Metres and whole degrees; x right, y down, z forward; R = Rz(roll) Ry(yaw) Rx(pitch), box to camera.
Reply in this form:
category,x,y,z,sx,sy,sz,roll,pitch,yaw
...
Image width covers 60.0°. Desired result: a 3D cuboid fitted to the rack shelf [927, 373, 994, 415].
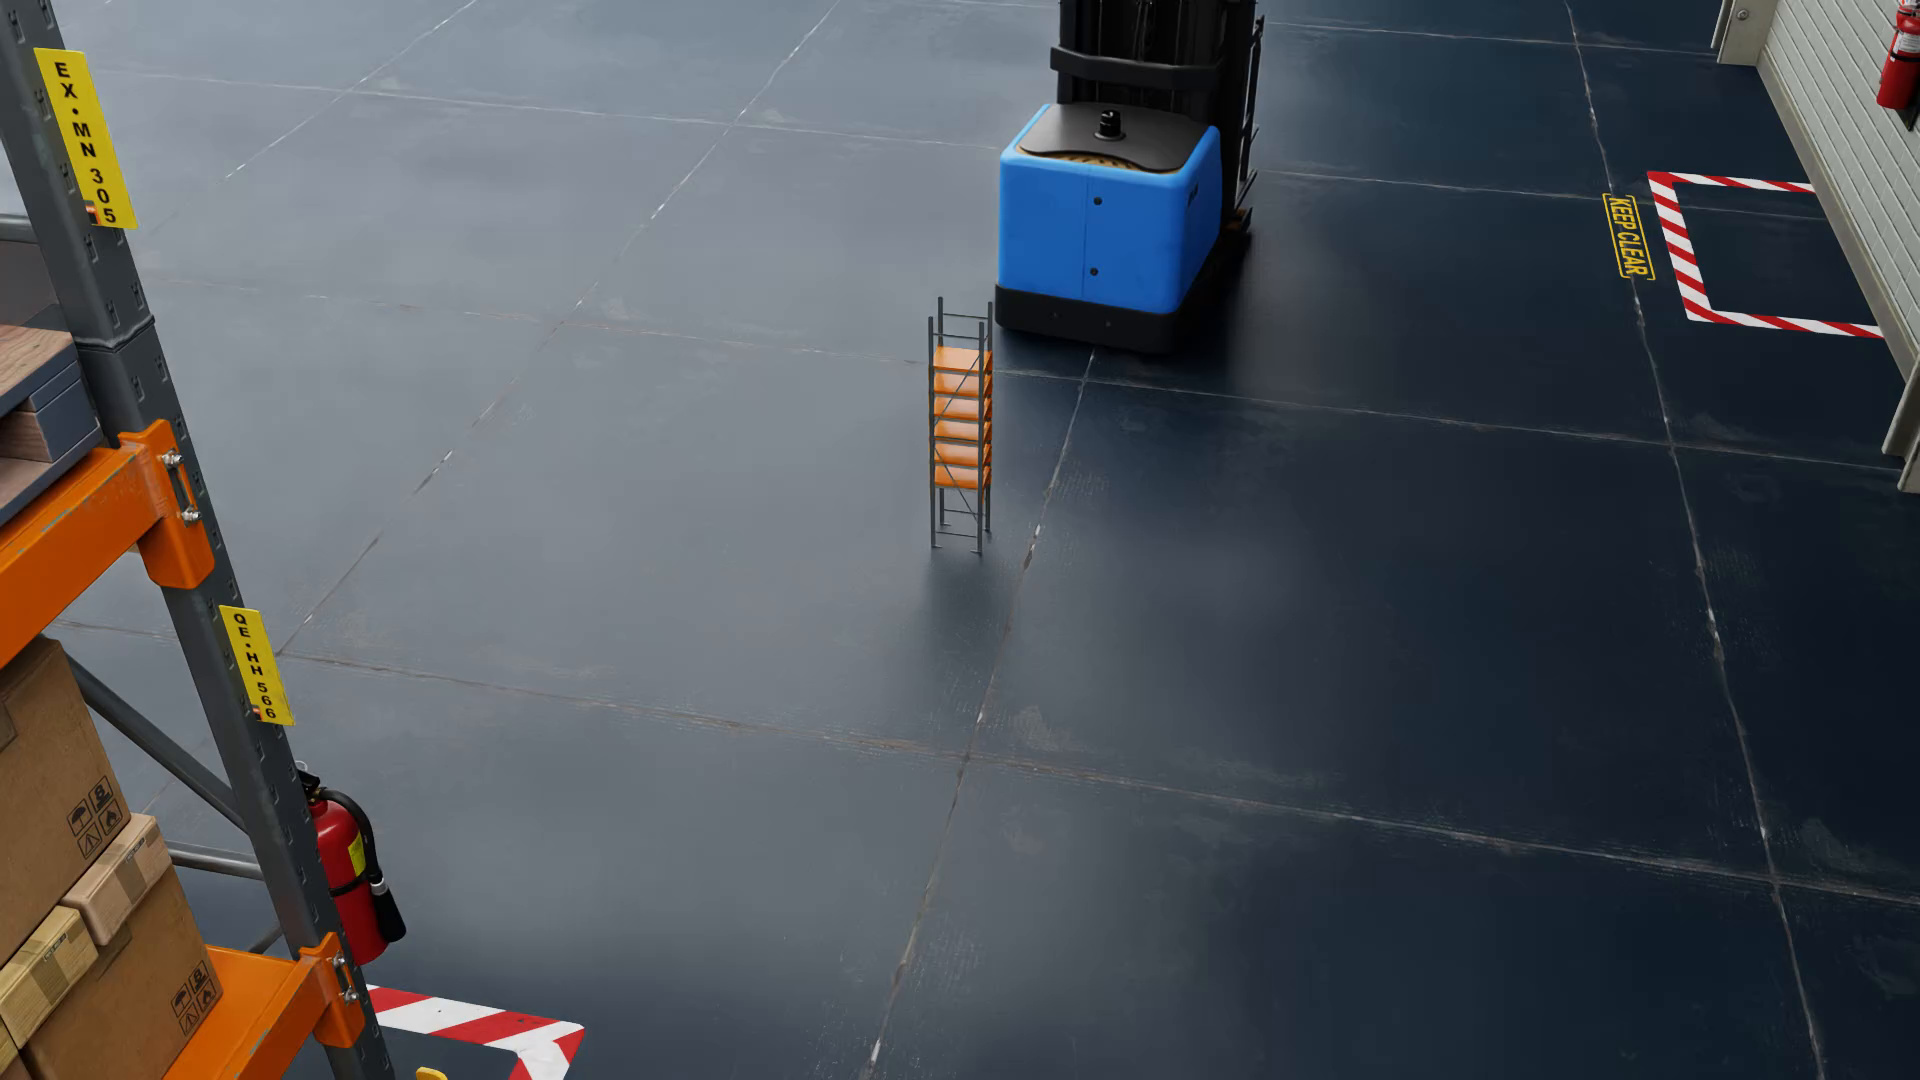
category,x,y,z,sx,sy,sz,roll,pitch,yaw
rack shelf,0.003,-0.652,7.295,0.258,0.103,0.180,7,37,10

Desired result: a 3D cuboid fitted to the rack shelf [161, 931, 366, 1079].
category,x,y,z,sx,sy,sz,roll,pitch,yaw
rack shelf,-2.487,2.203,2.767,1.077,0.370,4.000,7,37,10

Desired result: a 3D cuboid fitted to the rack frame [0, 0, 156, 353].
category,x,y,z,sx,sy,sz,roll,pitch,yaw
rack frame,-2.060,-1.664,2.377,1.000,3.000,0.127,7,37,10

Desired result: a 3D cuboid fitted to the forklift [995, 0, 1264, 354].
category,x,y,z,sx,sy,sz,roll,pitch,yaw
forklift,1.179,-3.057,9.470,1.130,2.935,3.031,12,38,16

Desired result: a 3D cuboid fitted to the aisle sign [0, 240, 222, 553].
category,x,y,z,sx,sy,sz,roll,pitch,yaw
aisle sign,-1.759,-0.288,3.376,0.394,0.787,0.004,7,37,10

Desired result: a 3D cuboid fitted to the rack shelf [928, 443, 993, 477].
category,x,y,z,sx,sy,sz,roll,pitch,yaw
rack shelf,0.003,-0.361,7.506,0.258,0.103,0.180,7,37,10

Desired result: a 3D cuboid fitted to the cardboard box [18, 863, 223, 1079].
category,x,y,z,sx,sy,sz,roll,pitch,yaw
cardboard box,-2.172,0.991,3.741,0.700,0.500,0.500,7,37,10

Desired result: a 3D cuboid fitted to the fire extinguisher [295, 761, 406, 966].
category,x,y,z,sx,sy,sz,roll,pitch,yaw
fire extinguisher,-1.581,0.787,4.174,0.296,0.674,0.183,7,37,10

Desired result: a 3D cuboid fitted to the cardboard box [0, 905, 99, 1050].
category,x,y,z,sx,sy,sz,roll,pitch,yaw
cardboard box,-2.010,0.855,3.376,0.380,0.149,0.250,8,37,11

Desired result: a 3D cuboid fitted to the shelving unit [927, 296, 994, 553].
category,x,y,z,sx,sy,sz,roll,pitch,yaw
shelving unit,0.003,-0.494,7.409,0.258,1.200,0.189,7,37,10

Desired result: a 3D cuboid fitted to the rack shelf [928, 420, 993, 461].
category,x,y,z,sx,sy,sz,roll,pitch,yaw
rack shelf,0.003,-0.458,7.435,0.258,0.103,0.180,7,37,10

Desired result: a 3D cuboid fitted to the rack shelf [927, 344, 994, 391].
category,x,y,z,sx,sy,sz,roll,pitch,yaw
rack shelf,0.003,-0.750,7.224,0.258,0.103,0.180,7,37,10

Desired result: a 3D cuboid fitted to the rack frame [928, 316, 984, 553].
category,x,y,z,sx,sy,sz,roll,pitch,yaw
rack frame,-0.016,-0.442,7.337,0.240,1.200,0.006,7,37,10

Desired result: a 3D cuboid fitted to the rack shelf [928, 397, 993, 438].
category,x,y,z,sx,sy,sz,roll,pitch,yaw
rack shelf,0.003,-0.555,7.365,0.258,0.103,0.180,7,37,10

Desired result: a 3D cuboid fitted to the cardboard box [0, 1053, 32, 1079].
category,x,y,z,sx,sy,sz,roll,pitch,yaw
cardboard box,-2.280,1.293,3.325,0.700,0.500,0.500,8,37,11

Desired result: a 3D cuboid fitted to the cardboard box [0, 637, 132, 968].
category,x,y,z,sx,sy,sz,roll,pitch,yaw
cardboard box,-2.184,0.496,3.319,0.700,0.500,0.500,7,37,10

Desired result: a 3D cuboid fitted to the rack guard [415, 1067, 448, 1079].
category,x,y,z,sx,sy,sz,roll,pitch,yaw
rack guard,-2.055,1.764,4.890,1.175,0.500,0.348,7,37,10

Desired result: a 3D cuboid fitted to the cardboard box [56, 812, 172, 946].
category,x,y,z,sx,sy,sz,roll,pitch,yaw
cardboard box,-1.956,0.705,3.583,0.380,0.149,0.250,7,36,9

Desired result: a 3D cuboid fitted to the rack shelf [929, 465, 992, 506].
category,x,y,z,sx,sy,sz,roll,pitch,yaw
rack shelf,0.003,-0.264,7.576,0.258,0.103,0.180,7,37,10

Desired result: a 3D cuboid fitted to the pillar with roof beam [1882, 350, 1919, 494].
category,x,y,z,sx,sy,sz,roll,pitch,yaw
pillar with roof beam,0.552,-4.515,6.311,9.100,9.000,0.400,7,37,10

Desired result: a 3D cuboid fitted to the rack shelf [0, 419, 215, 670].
category,x,y,z,sx,sy,sz,roll,pitch,yaw
rack shelf,-2.487,0.989,1.887,1.077,0.370,4.000,7,37,10

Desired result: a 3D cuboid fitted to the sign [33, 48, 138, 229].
category,x,y,z,sx,sy,sz,roll,pitch,yaw
sign,-1.533,-0.700,2.916,0.100,0.325,0.005,7,37,10

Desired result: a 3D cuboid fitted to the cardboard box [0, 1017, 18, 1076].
category,x,y,z,sx,sy,sz,roll,pitch,yaw
cardboard box,-2.065,1.002,3.173,0.380,0.149,0.250,7,36,9

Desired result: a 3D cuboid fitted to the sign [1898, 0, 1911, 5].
category,x,y,z,sx,sy,sz,roll,pitch,yaw
sign,5.541,-3.276,9.684,0.001,0.329,0.234,7,37,10

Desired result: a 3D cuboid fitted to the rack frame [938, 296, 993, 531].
category,x,y,z,sx,sy,sz,roll,pitch,yaw
rack frame,0.023,-0.547,7.482,0.240,1.200,0.006,7,37,10

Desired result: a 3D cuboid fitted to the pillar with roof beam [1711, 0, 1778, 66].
category,x,y,z,sx,sy,sz,roll,pitch,yaw
pillar with roof beam,1.833,-7.954,11.057,9.100,9.000,0.400,7,37,10

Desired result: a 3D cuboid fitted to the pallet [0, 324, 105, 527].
category,x,y,z,sx,sy,sz,roll,pitch,yaw
pallet,-2.236,-0.011,2.729,1.003,0.211,1.213,7,37,10

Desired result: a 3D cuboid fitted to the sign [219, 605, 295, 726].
category,x,y,z,sx,sy,sz,roll,pitch,yaw
sign,-1.533,0.277,3.624,0.100,0.325,0.005,7,37,10

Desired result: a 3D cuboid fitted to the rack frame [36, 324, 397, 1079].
category,x,y,z,sx,sy,sz,roll,pitch,yaw
rack frame,-2.060,0.765,4.138,1.000,3.000,0.127,7,37,10

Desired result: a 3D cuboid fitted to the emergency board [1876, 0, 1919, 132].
category,x,y,z,sx,sy,sz,roll,pitch,yaw
emergency board,5.322,-2.958,9.275,0.194,1.169,0.643,7,37,10
